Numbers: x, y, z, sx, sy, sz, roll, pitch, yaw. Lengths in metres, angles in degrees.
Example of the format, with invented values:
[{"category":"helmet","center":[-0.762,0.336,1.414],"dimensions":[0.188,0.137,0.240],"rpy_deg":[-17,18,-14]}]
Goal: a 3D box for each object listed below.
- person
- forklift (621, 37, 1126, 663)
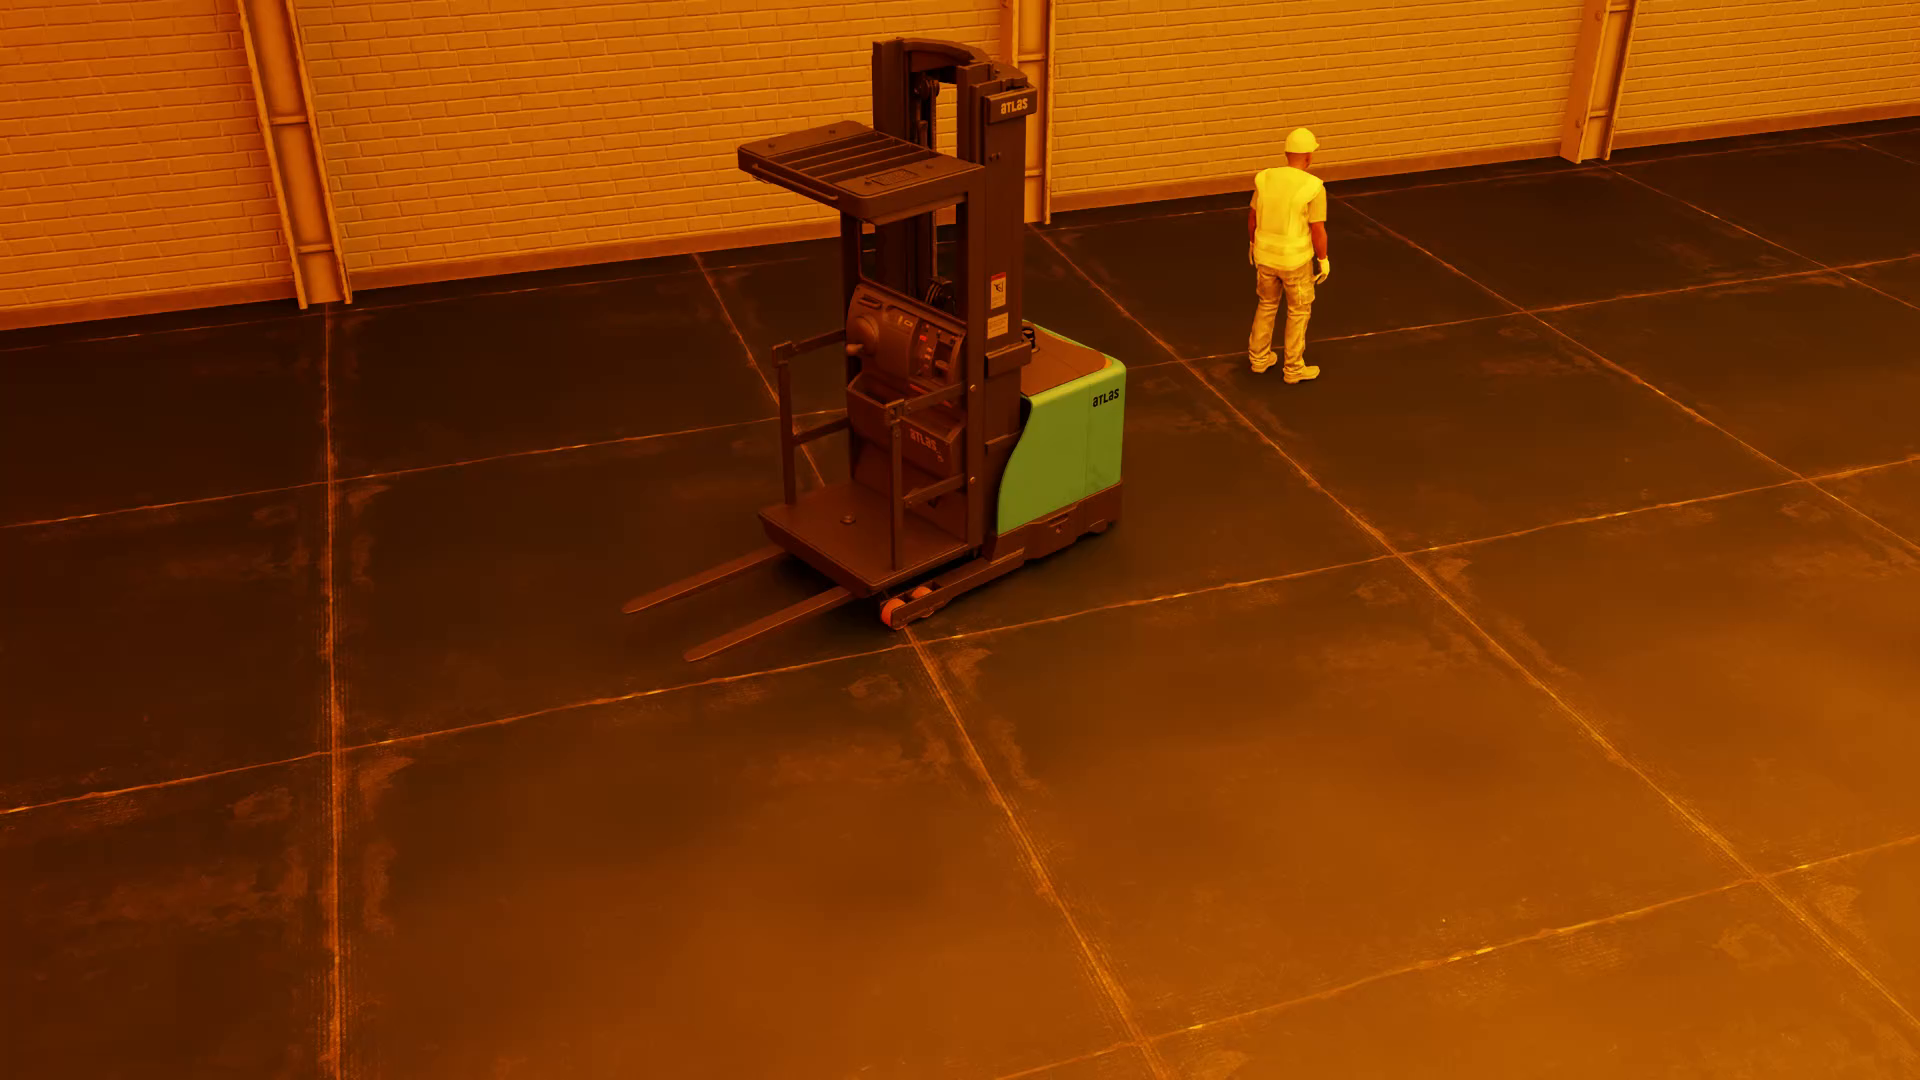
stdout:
[{"category":"person","center":[2.307,-2.004,11.732],"dimensions":[0.632,1.776,0.445],"rpy_deg":[25,38,36]},{"category":"forklift","center":[-0.461,-1.072,8.951],"dimensions":[3.031,2.935,1.130],"rpy_deg":[-23,37,-34]}]
